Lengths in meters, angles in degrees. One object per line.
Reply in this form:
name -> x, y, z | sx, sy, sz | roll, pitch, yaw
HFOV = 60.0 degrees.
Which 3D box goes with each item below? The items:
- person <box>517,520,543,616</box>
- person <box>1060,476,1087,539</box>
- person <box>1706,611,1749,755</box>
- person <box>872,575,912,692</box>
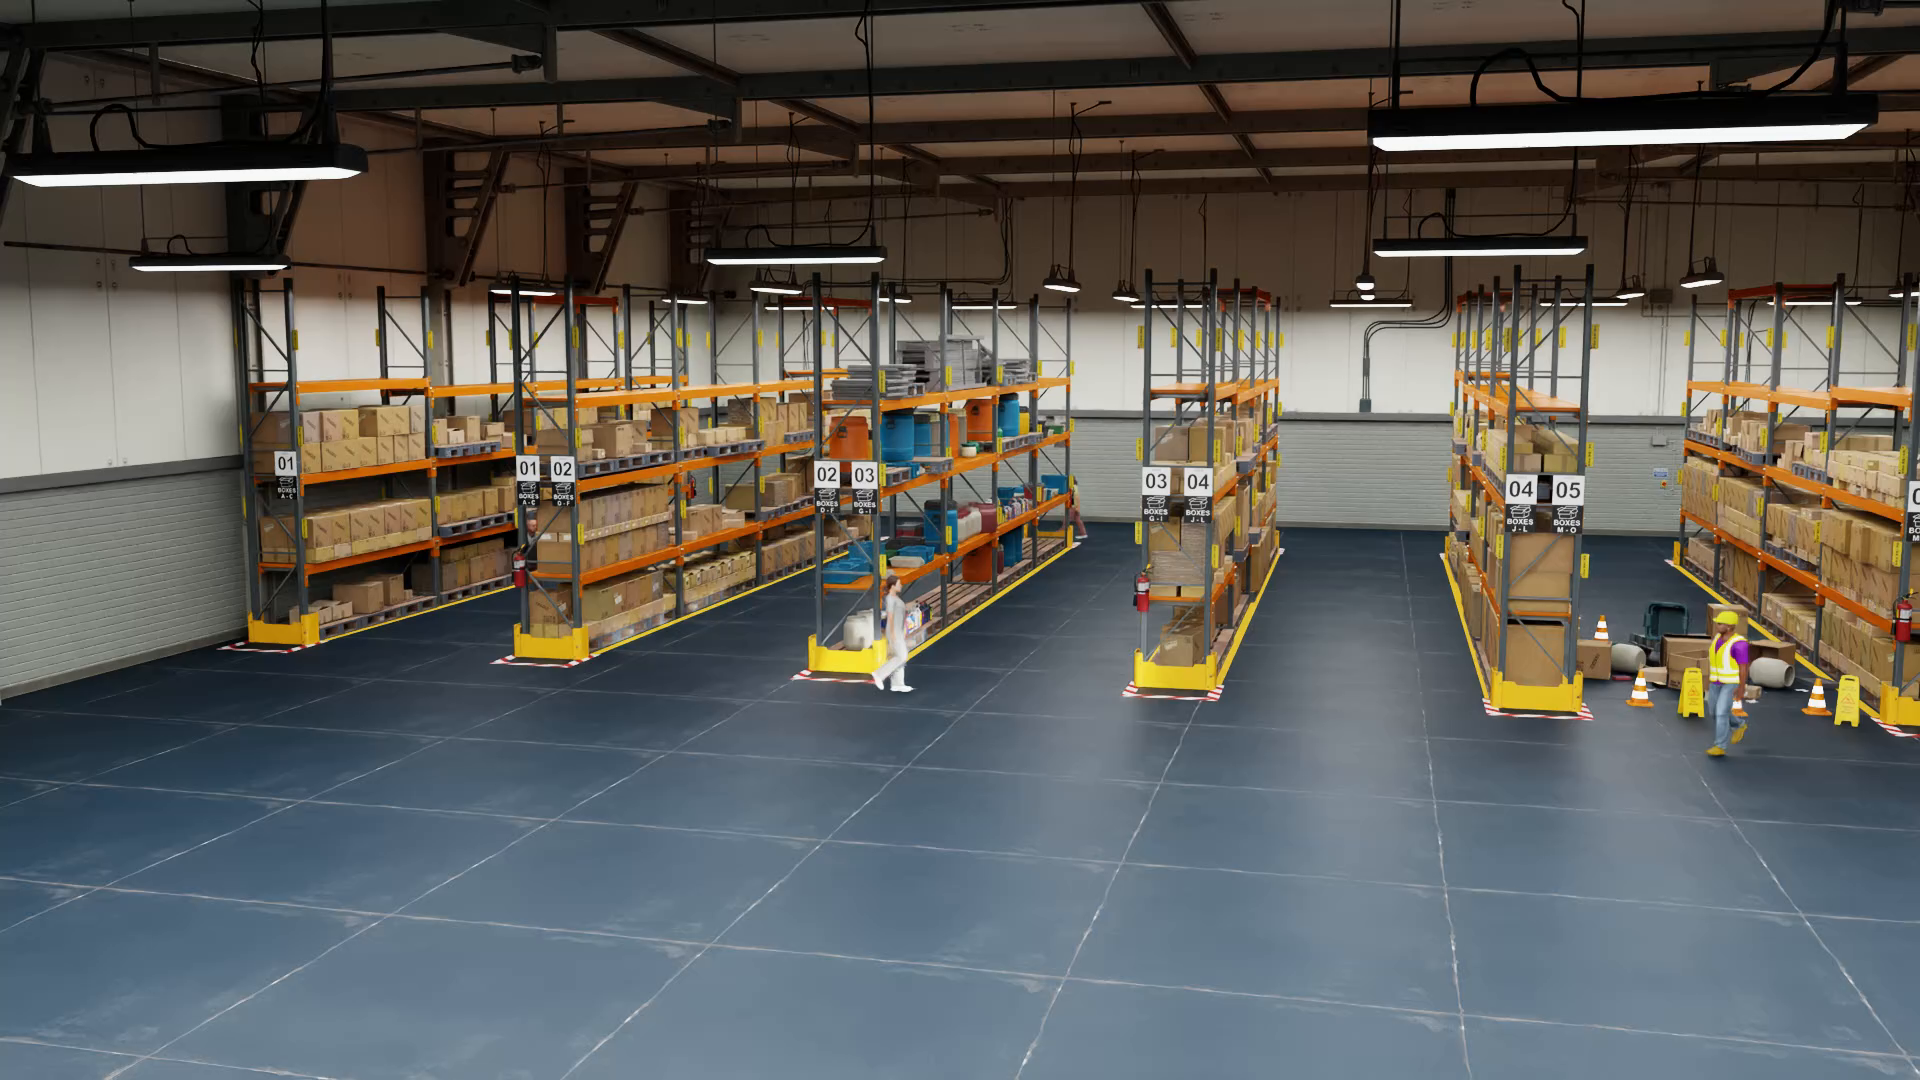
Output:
person -> -7.876, 0.510, 30.595 | 0.570, 1.723, 0.768 | -1, 7, -10
person -> 2.773, -0.832, 41.849 | 0.881, 1.639, 0.455 | -1, 7, -4
person -> 9.334, 1.718, 20.142 | 0.794, 1.746, 0.574 | -3, 8, -24
person -> -0.964, 1.331, 23.631 | 0.551, 1.667, 0.467 | 1, 7, 6
